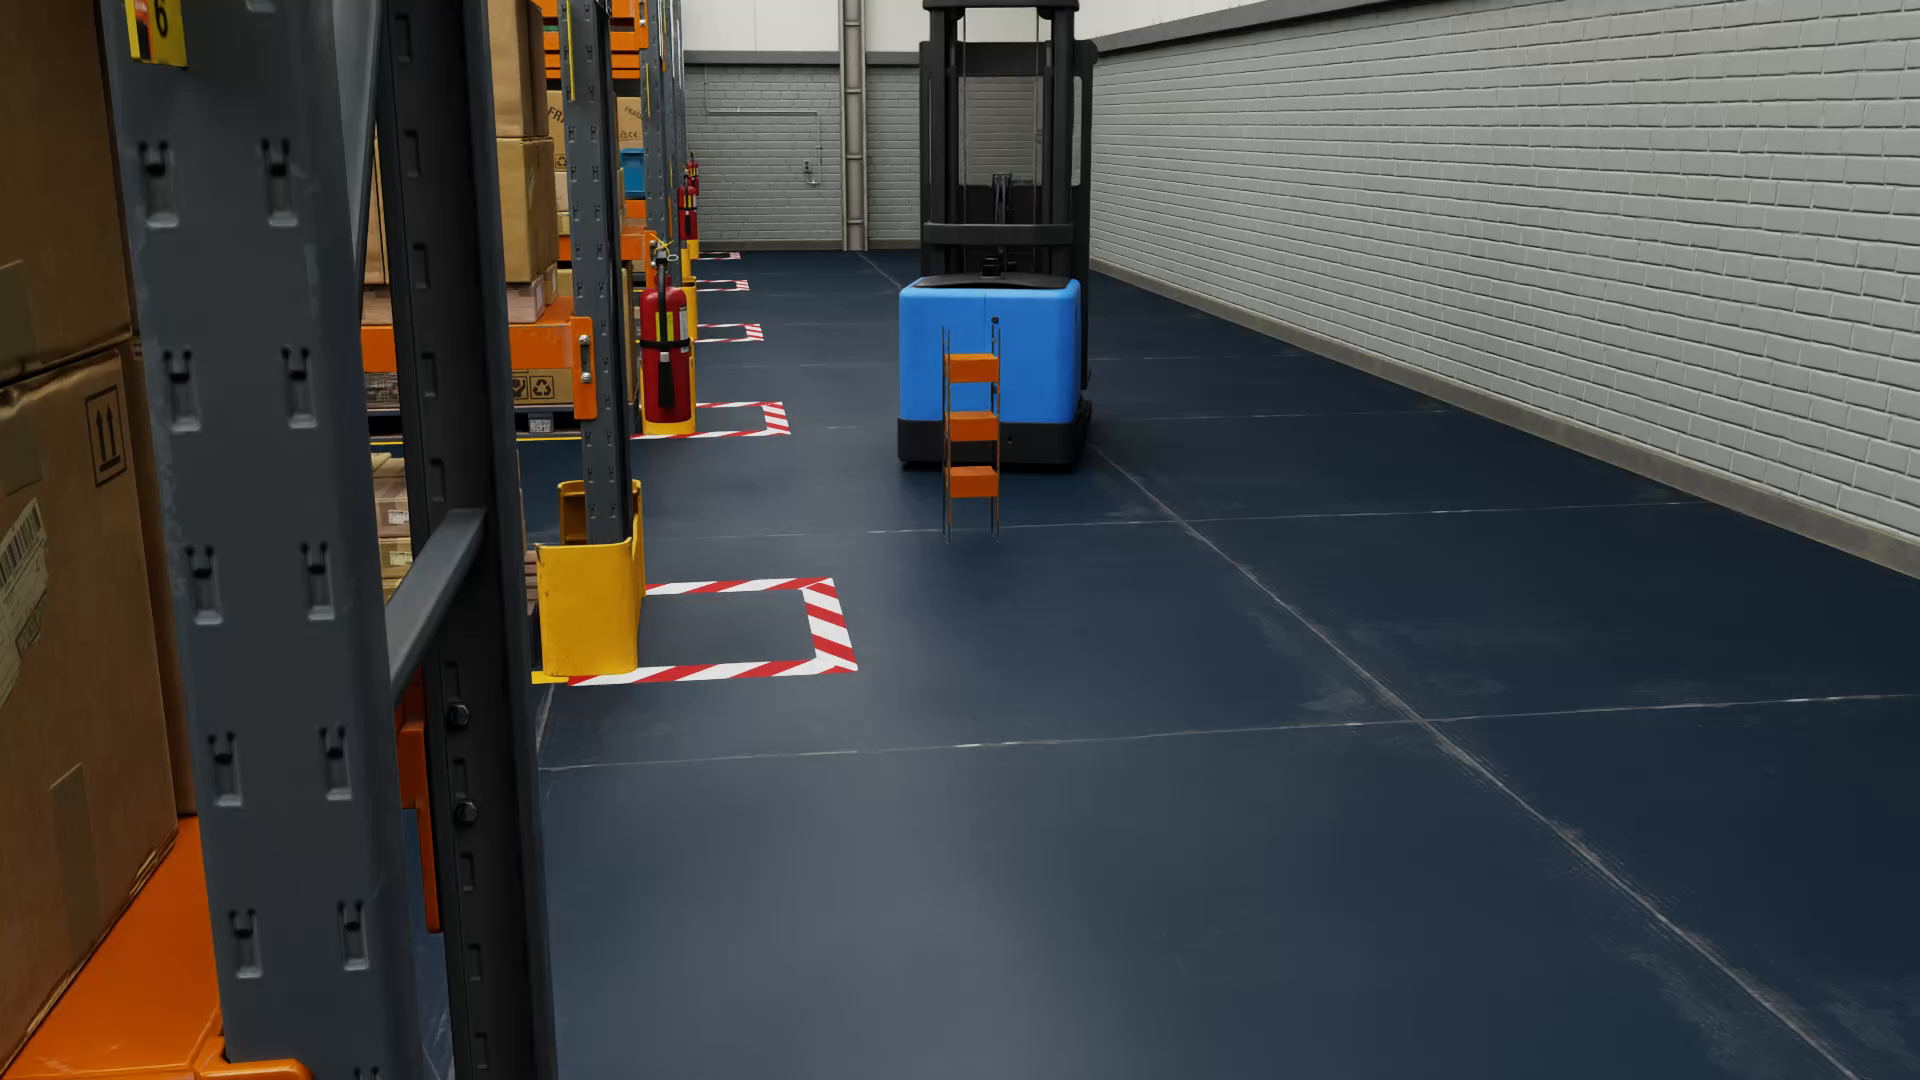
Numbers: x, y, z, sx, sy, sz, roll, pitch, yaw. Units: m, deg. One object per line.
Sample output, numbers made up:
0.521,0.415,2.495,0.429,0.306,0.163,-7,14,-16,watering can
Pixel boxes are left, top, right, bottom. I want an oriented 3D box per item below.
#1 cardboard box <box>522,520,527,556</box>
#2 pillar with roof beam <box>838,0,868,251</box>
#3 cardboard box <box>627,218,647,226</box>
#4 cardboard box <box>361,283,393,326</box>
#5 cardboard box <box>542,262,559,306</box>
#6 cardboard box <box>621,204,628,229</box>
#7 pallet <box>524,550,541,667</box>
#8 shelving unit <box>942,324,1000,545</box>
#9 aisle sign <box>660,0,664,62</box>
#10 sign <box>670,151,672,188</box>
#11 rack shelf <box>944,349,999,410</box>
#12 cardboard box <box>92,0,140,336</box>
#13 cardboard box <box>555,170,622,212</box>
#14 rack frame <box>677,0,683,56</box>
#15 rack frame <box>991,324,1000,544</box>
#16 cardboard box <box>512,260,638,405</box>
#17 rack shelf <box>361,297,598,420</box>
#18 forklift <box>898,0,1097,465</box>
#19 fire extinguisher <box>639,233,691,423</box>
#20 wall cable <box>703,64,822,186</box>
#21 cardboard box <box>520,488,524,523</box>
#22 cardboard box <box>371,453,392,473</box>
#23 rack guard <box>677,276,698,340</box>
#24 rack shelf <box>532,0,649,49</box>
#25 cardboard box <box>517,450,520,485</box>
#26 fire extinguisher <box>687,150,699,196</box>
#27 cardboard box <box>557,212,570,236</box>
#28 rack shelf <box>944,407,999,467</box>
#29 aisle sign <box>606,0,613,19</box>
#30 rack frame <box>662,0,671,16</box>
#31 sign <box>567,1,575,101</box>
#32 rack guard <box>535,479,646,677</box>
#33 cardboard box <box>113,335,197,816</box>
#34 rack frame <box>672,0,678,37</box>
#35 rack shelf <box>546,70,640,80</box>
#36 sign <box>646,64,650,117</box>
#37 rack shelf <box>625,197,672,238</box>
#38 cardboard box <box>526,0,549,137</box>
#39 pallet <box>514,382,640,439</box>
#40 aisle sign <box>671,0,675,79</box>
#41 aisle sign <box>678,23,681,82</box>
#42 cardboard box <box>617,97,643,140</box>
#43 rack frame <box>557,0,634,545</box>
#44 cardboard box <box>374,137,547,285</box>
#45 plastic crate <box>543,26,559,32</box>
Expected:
-1.961,0.029,6.935,0.250,0.149,0.380,-2,14,-7,cardboard box
-1.065,-8.043,21.794,0.400,9.000,9.100,-2,14,-8,pillar with roof beam
-4.925,-4.805,25.489,0.500,0.500,0.700,-2,14,-8,cardboard box
-2.172,-0.877,6.070,0.250,0.149,0.380,-2,14,-9,cardboard box
-1.764,-1.037,6.706,0.250,0.149,0.380,-2,14,-9,cardboard box
-2.434,-2.233,11.476,0.250,0.149,0.380,-2,14,-8,cardboard box
-2.278,0.285,6.653,1.213,0.211,1.003,-2,14,-8,pallet
0.053,-0.511,8.102,0.252,1.050,0.215,-2,14,-8,shelving unit
-2.007,-3.624,11.162,0.004,0.787,0.394,-2,14,-8,aisle sign
-2.674,-3.427,15.386,0.005,0.325,0.100,-2,14,-8,sign
0.053,-0.776,8.035,0.240,0.259,0.215,-2,14,-8,rack shelf
-1.074,-0.489,1.745,0.500,0.500,0.500,-2,14,-10,cardboard box
-2.473,-2.279,10.838,0.500,0.250,0.500,-2,14,-9,cardboard box
-4.247,-8.773,24.703,0.127,3.000,1.000,-2,14,-8,rack frame
0.174,-0.516,8.119,0.008,1.050,0.200,-2,14,-8,rack frame
-2.655,-1.419,11.218,0.875,0.875,0.875,-2,14,-8,cardboard box
-3.372,-0.670,6.207,4.000,0.370,1.077,-2,14,-8,rack shelf
0.316,-2.171,10.855,1.130,2.935,3.031,2,14,6,forklift
-1.077,-0.771,6.057,0.183,0.674,0.296,-2,14,-8,fire extinguisher
-3.122,-6.630,26.402,1.851,1.984,0.084,-2,14,-8,wall cable
-1.951,-0.100,6.838,0.250,0.149,0.380,-1,14,-6,cardboard box
-2.486,-0.247,6.813,0.250,0.149,0.380,-2,14,-8,cardboard box
-2.750,-2.271,16.251,0.348,0.500,1.175,-2,14,-8,rack guard
-4.011,-3.322,10.614,4.000,0.370,1.077,-2,14,-8,rack shelf
-1.963,-0.264,6.882,0.250,0.149,0.380,-3,14,-11,cardboard box
-4.030,-5.539,25.067,0.183,0.674,0.296,-2,14,-8,fire extinguisher
-2.594,-2.065,10.804,0.250,0.149,0.380,-2,14,-8,cardboard box
0.053,-0.501,8.104,0.240,0.259,0.215,-2,14,-8,rack shelf
-1.367,-2.427,6.390,0.004,0.787,0.394,-2,14,-8,aisle sign
-2.772,-6.390,15.201,0.127,3.000,1.000,-2,14,-8,rack frame
-1.332,-1.672,5.694,0.005,0.325,0.100,-2,14,-8,sign
-1.470,0.124,6.701,0.348,0.500,1.175,-2,14,-8,rack guard
-1.075,-0.005,1.869,0.500,0.500,0.500,-2,14,-9,cardboard box
-3.506,-7.581,19.953,0.127,3.000,1.000,-2,14,-8,rack frame
-6.225,-6.896,24.867,4.000,0.370,1.077,-2,14,-8,rack shelf
-1.967,-2.834,10.488,0.005,0.325,0.100,-2,14,-8,sign
-4.749,-3.058,15.729,4.000,0.370,1.077,-2,14,-8,rack shelf
-1.878,-1.817,6.428,0.500,0.500,0.500,-2,14,-9,cardboard box
-2.813,-0.888,11.329,1.213,0.211,1.003,-2,14,-8,pallet
-2.745,-4.815,15.910,0.004,0.787,0.394,-2,14,-8,aisle sign
-3.482,-6.005,20.658,0.004,0.787,0.394,-2,14,-8,aisle sign
-3.905,-5.123,20.220,0.500,0.500,0.500,-2,14,-9,cardboard box
-1.395,-1.092,6.408,0.127,3.000,1.000,-2,14,-8,rack frame
-1.801,-1.206,6.048,0.500,0.500,0.500,-2,14,-7,cardboard box
-3.704,-4.727,15.175,0.336,0.188,0.450,-2,14,-8,plastic crate
